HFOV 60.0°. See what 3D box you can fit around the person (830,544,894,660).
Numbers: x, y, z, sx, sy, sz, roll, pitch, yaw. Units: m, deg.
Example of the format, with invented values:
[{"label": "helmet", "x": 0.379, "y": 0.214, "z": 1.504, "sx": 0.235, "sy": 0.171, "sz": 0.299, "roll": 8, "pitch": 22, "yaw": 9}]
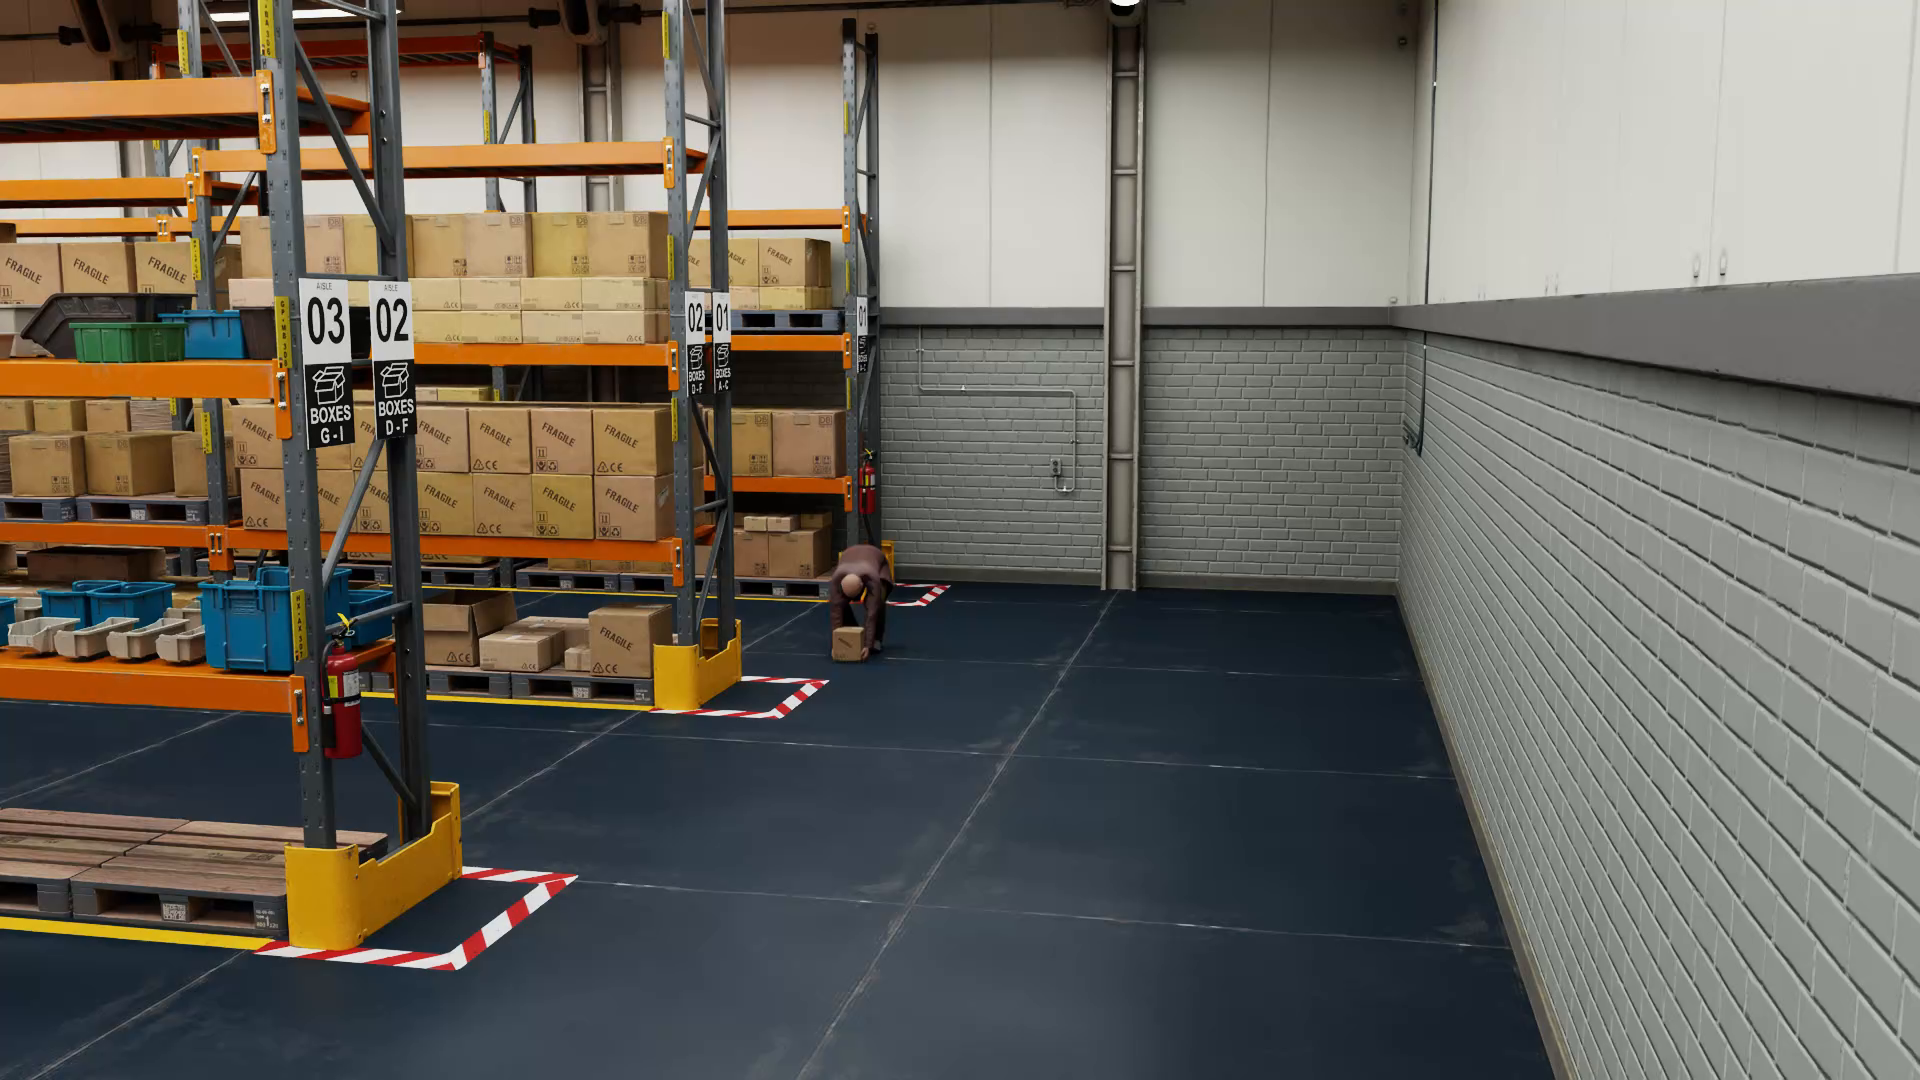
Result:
[{"label": "person", "x": -0.906, "y": 0.538, "z": 14.962, "sx": 0.586, "sy": 0.952, "sz": 0.945, "roll": 1, "pitch": 8, "yaw": 9}]
